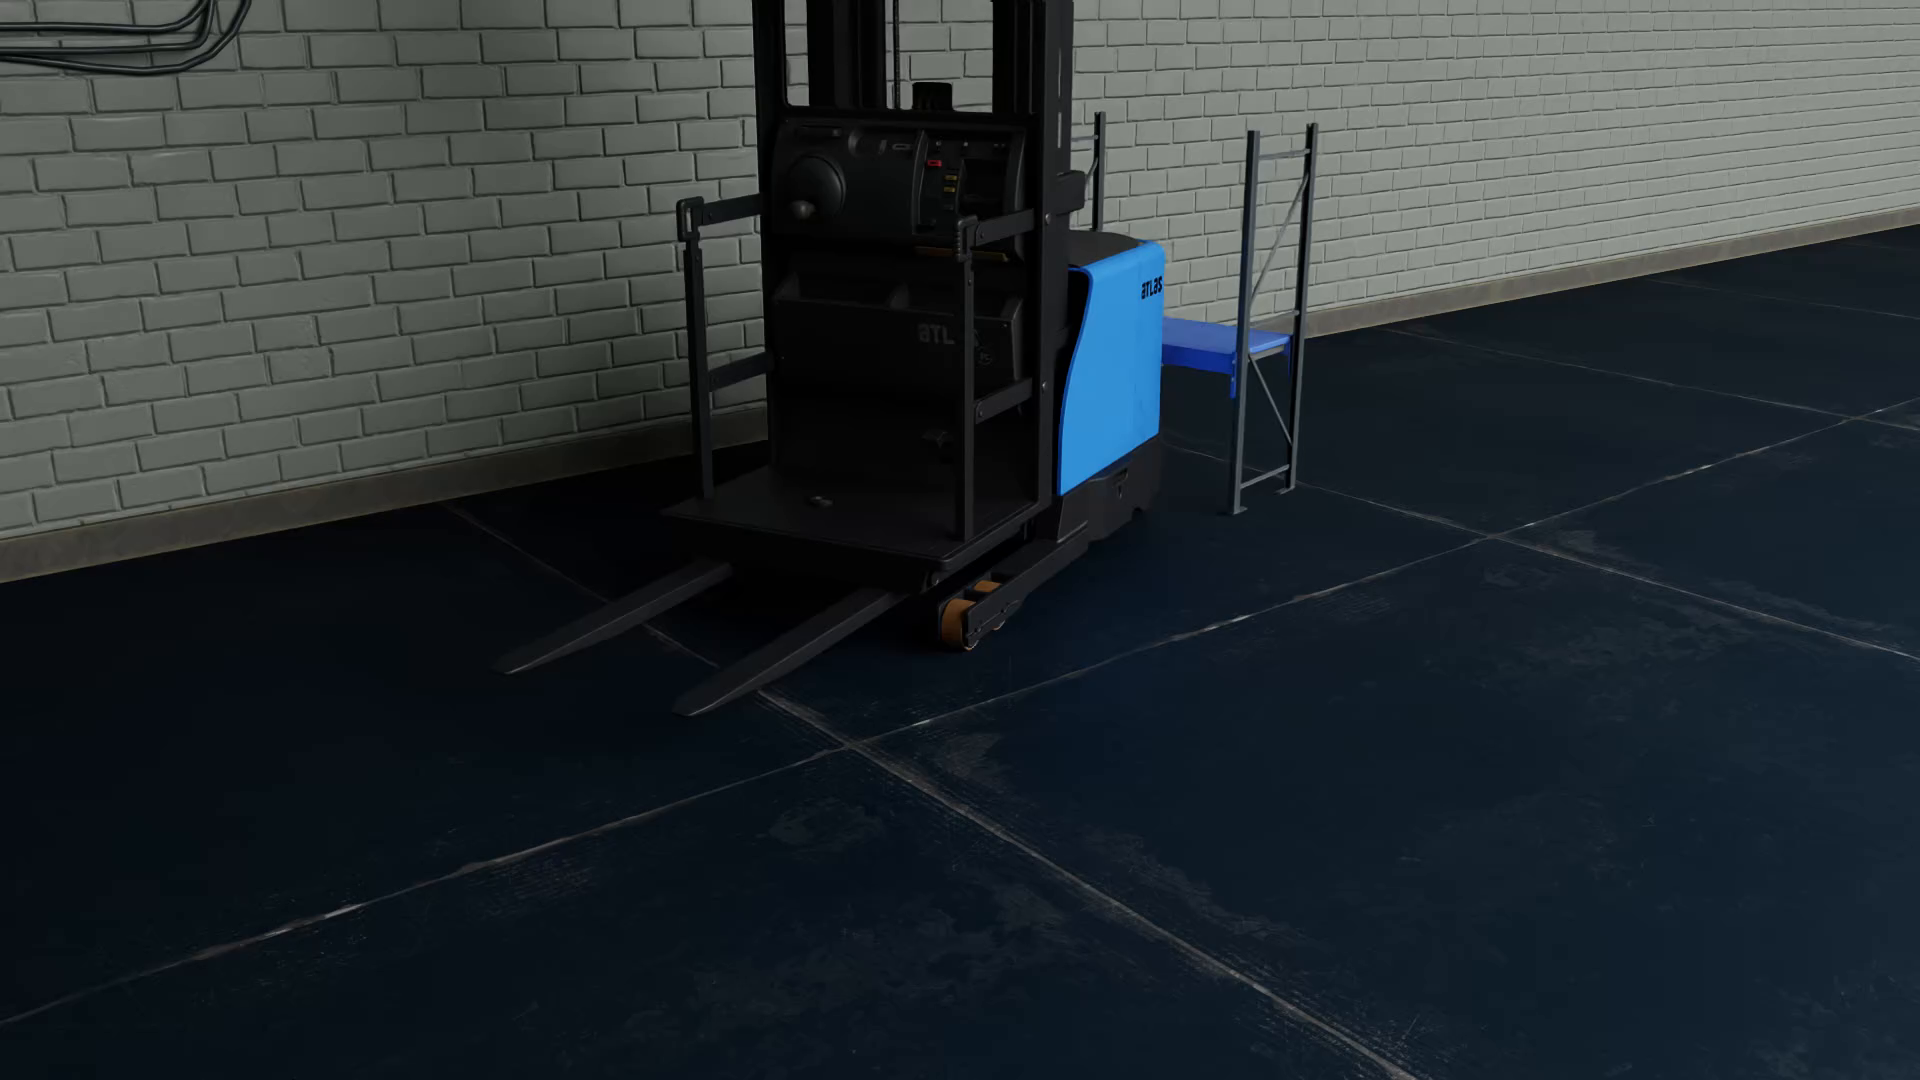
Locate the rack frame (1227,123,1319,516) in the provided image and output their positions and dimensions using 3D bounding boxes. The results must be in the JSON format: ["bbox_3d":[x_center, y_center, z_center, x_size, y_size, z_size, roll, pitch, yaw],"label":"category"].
[{"bbox_3d":[1.243,-0.873,6.612,0.032,1.500,0.500,15,23,37],"label":"rack frame"}]

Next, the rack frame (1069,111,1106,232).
[{"bbox_3d":[0.459,-1.076,7.227,0.032,1.500,0.500,15,23,37],"label":"rack frame"}]

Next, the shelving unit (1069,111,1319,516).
[{"bbox_3d":[0.851,-0.974,6.919,1.048,1.500,0.538,15,23,37],"label":"shelving unit"}]

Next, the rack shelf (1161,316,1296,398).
[{"bbox_3d":[0.851,-0.804,6.976,1.000,0.185,0.538,15,23,37],"label":"rack shelf"}]

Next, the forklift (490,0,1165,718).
[{"bbox_3d":[-0.307,-1.198,5.316,1.130,2.935,3.031,9,20,26],"label":"forklift"}]

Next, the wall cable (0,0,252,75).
[{"bbox_3d":[-3.695,-2.561,4.721,3.097,2.526,0.112,-14,23,-36],"label":"wall cable"}]
